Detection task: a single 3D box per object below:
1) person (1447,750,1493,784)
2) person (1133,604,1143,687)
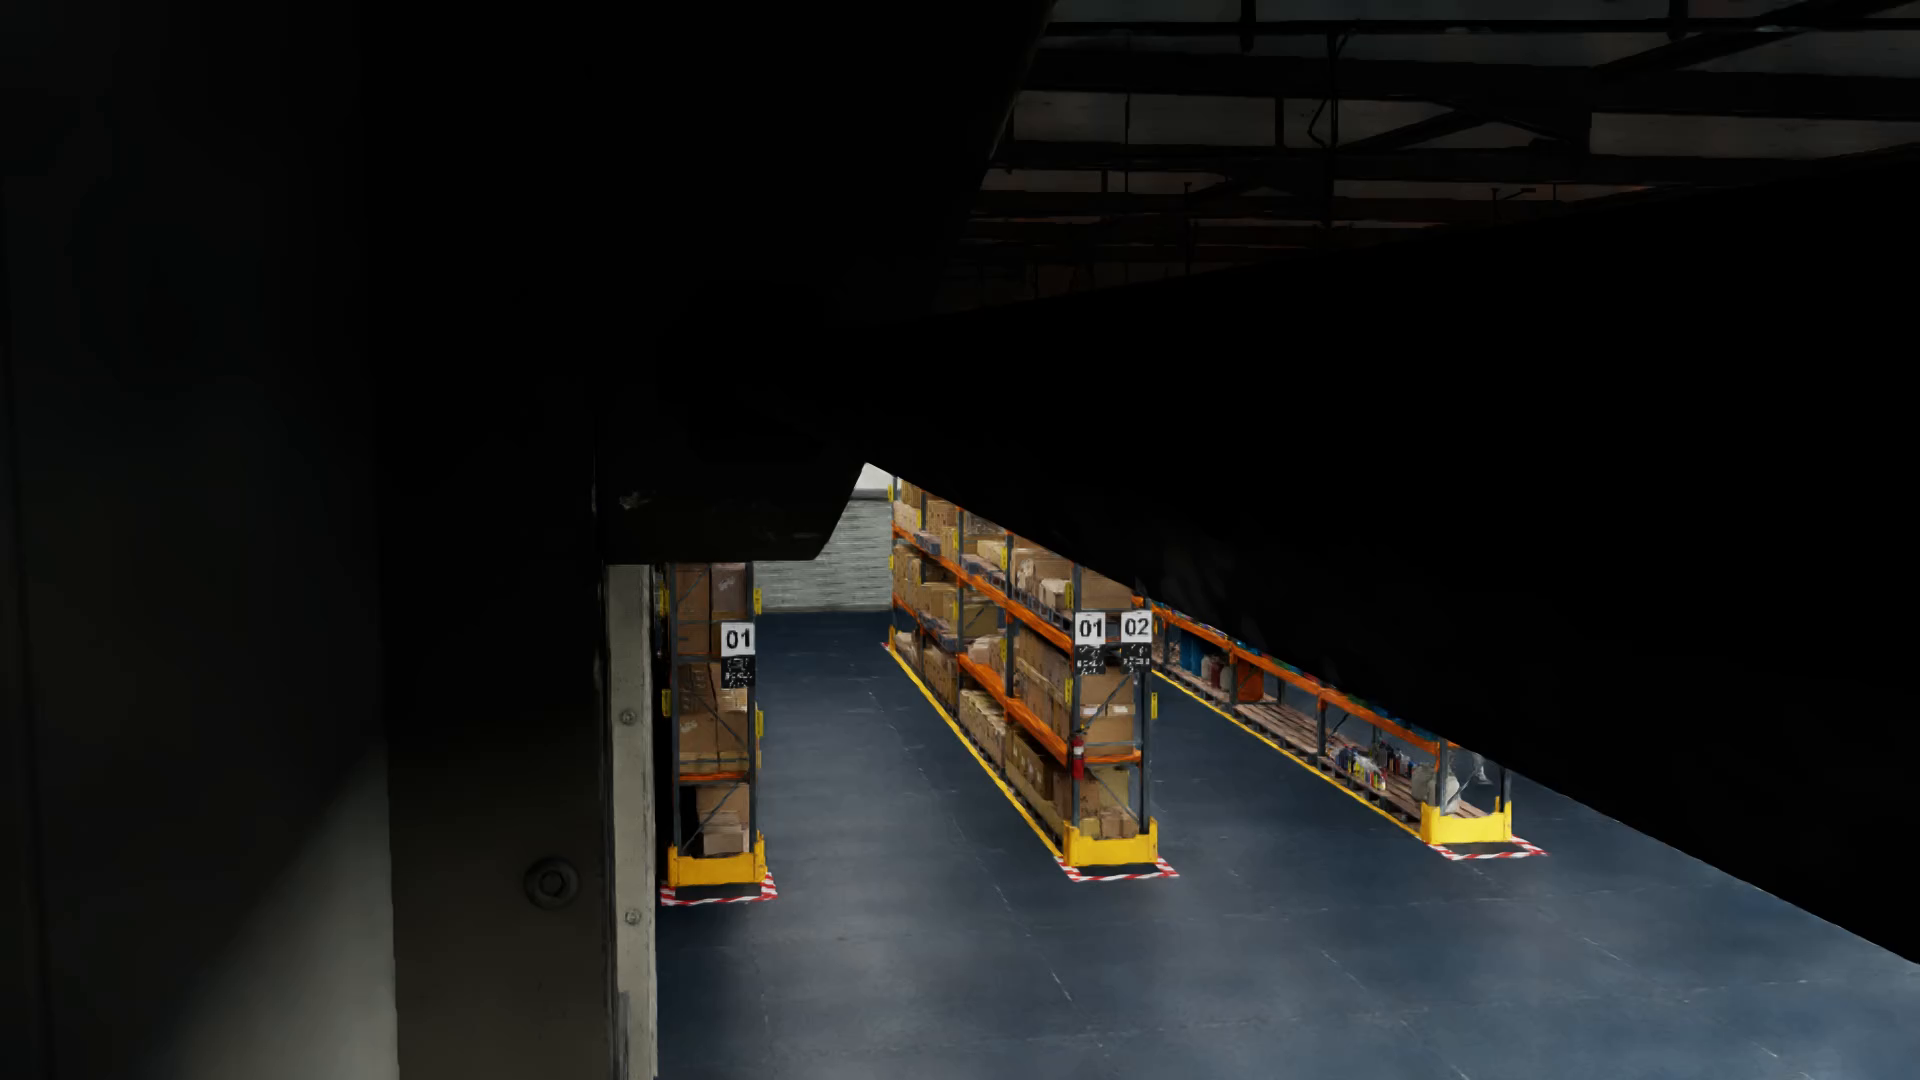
[{"bbox_3d":[7.590,2.780,25.006,0.577,1.691,1.121,-1,6,-8],"label":"person"},{"bbox_3d":[3.452,2.037,32.289,0.527,1.592,0.521,2,6,15],"label":"person"}]
